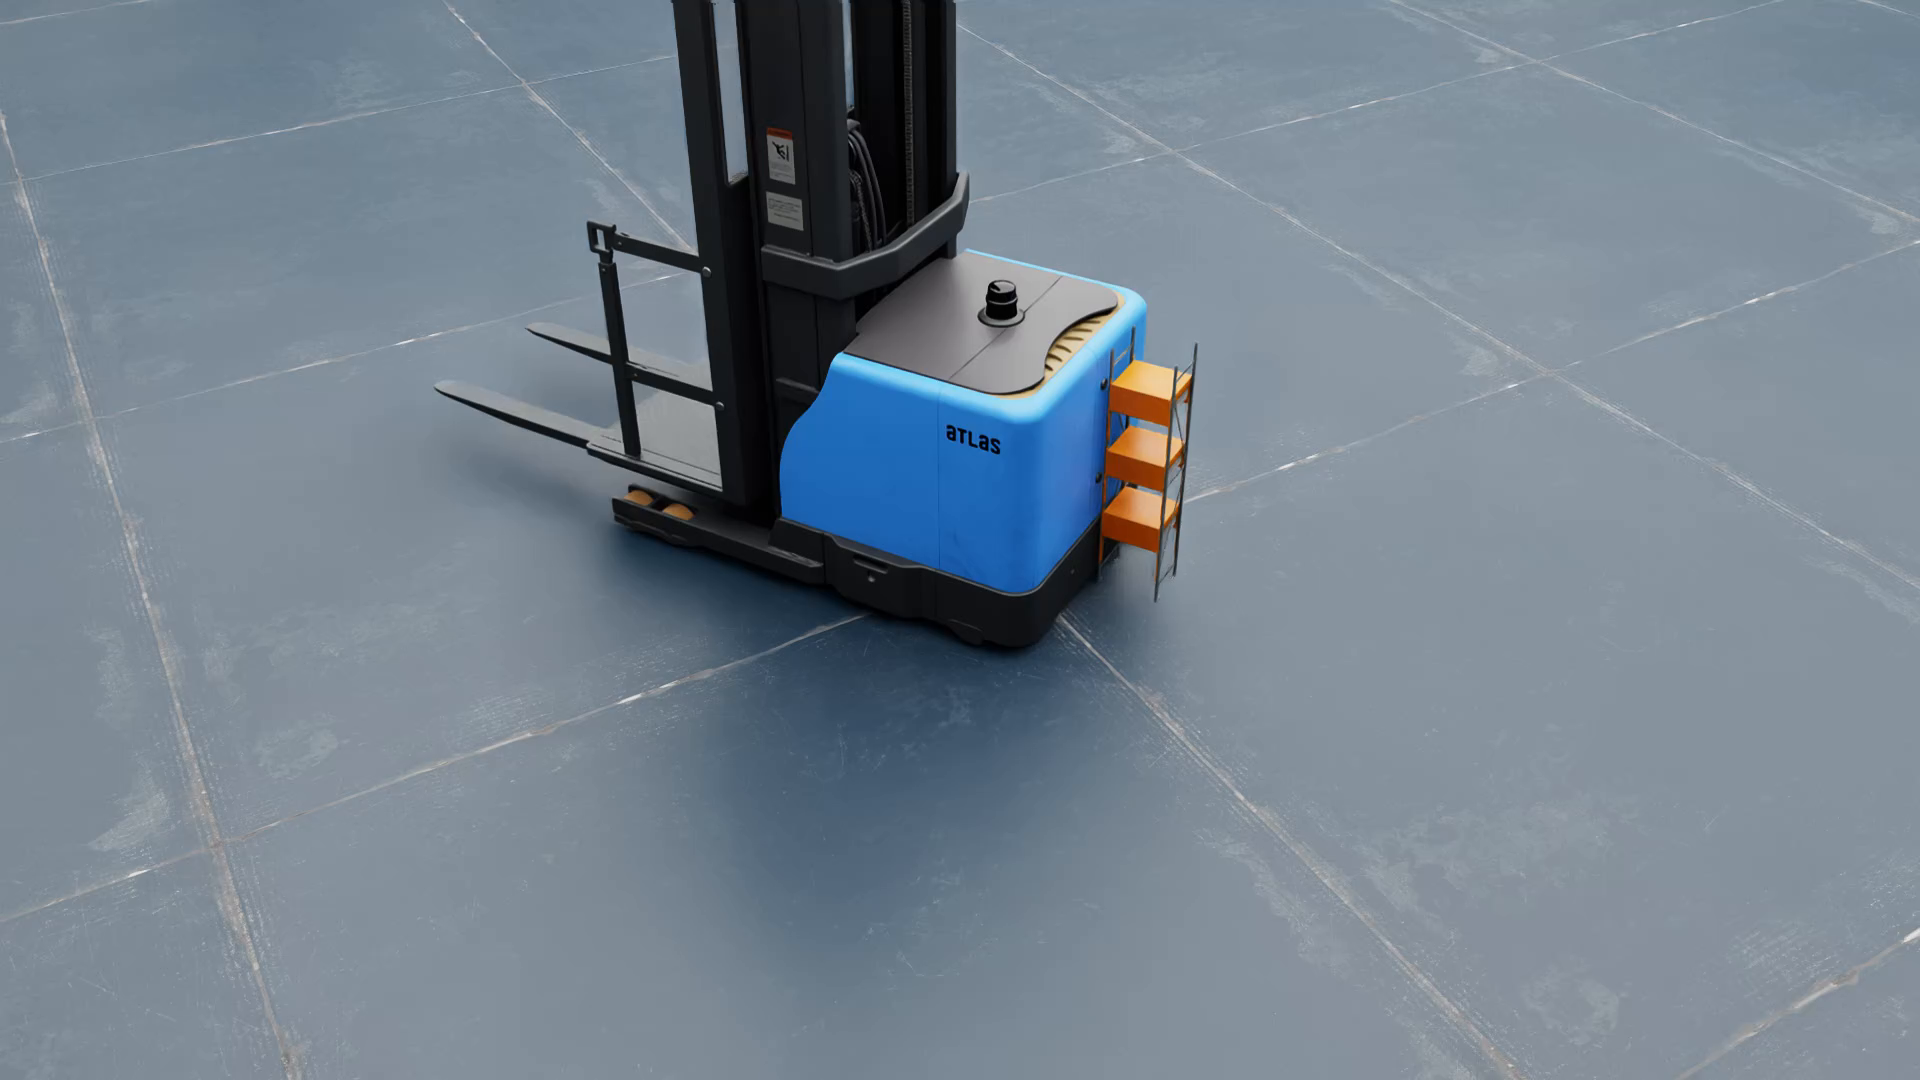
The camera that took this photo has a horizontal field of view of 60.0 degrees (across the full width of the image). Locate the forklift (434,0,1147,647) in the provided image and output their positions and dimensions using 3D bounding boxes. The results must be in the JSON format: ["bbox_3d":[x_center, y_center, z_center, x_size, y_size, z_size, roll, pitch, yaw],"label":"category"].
[{"bbox_3d":[-0.827,-1.415,6.202,3.031,2.935,1.130,18,40,23],"label":"forklift"}]

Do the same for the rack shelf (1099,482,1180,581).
[{"bbox_3d":[0.693,-0.035,6.397,0.240,0.259,0.215,18,40,23],"label":"rack shelf"}]

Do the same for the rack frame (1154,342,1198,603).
[{"bbox_3d":[0.800,-0.233,6.179,0.008,1.050,0.200,18,40,23],"label":"rack frame"}]

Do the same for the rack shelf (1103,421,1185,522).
[{"bbox_3d":[0.693,-0.259,6.233,0.240,0.259,0.215,18,40,23],"label":"rack shelf"}]

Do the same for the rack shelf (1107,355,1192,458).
[{"bbox_3d":[0.693,-0.489,6.066,0.240,0.259,0.215,18,40,23],"label":"rack shelf"}]

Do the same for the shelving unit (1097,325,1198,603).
[{"bbox_3d":[0.693,-0.268,6.227,0.252,1.050,0.215,18,40,23],"label":"shelving unit"}]

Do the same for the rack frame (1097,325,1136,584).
[{"bbox_3d":[0.587,-0.303,6.275,0.008,1.050,0.200,18,40,23],"label":"rack frame"}]
